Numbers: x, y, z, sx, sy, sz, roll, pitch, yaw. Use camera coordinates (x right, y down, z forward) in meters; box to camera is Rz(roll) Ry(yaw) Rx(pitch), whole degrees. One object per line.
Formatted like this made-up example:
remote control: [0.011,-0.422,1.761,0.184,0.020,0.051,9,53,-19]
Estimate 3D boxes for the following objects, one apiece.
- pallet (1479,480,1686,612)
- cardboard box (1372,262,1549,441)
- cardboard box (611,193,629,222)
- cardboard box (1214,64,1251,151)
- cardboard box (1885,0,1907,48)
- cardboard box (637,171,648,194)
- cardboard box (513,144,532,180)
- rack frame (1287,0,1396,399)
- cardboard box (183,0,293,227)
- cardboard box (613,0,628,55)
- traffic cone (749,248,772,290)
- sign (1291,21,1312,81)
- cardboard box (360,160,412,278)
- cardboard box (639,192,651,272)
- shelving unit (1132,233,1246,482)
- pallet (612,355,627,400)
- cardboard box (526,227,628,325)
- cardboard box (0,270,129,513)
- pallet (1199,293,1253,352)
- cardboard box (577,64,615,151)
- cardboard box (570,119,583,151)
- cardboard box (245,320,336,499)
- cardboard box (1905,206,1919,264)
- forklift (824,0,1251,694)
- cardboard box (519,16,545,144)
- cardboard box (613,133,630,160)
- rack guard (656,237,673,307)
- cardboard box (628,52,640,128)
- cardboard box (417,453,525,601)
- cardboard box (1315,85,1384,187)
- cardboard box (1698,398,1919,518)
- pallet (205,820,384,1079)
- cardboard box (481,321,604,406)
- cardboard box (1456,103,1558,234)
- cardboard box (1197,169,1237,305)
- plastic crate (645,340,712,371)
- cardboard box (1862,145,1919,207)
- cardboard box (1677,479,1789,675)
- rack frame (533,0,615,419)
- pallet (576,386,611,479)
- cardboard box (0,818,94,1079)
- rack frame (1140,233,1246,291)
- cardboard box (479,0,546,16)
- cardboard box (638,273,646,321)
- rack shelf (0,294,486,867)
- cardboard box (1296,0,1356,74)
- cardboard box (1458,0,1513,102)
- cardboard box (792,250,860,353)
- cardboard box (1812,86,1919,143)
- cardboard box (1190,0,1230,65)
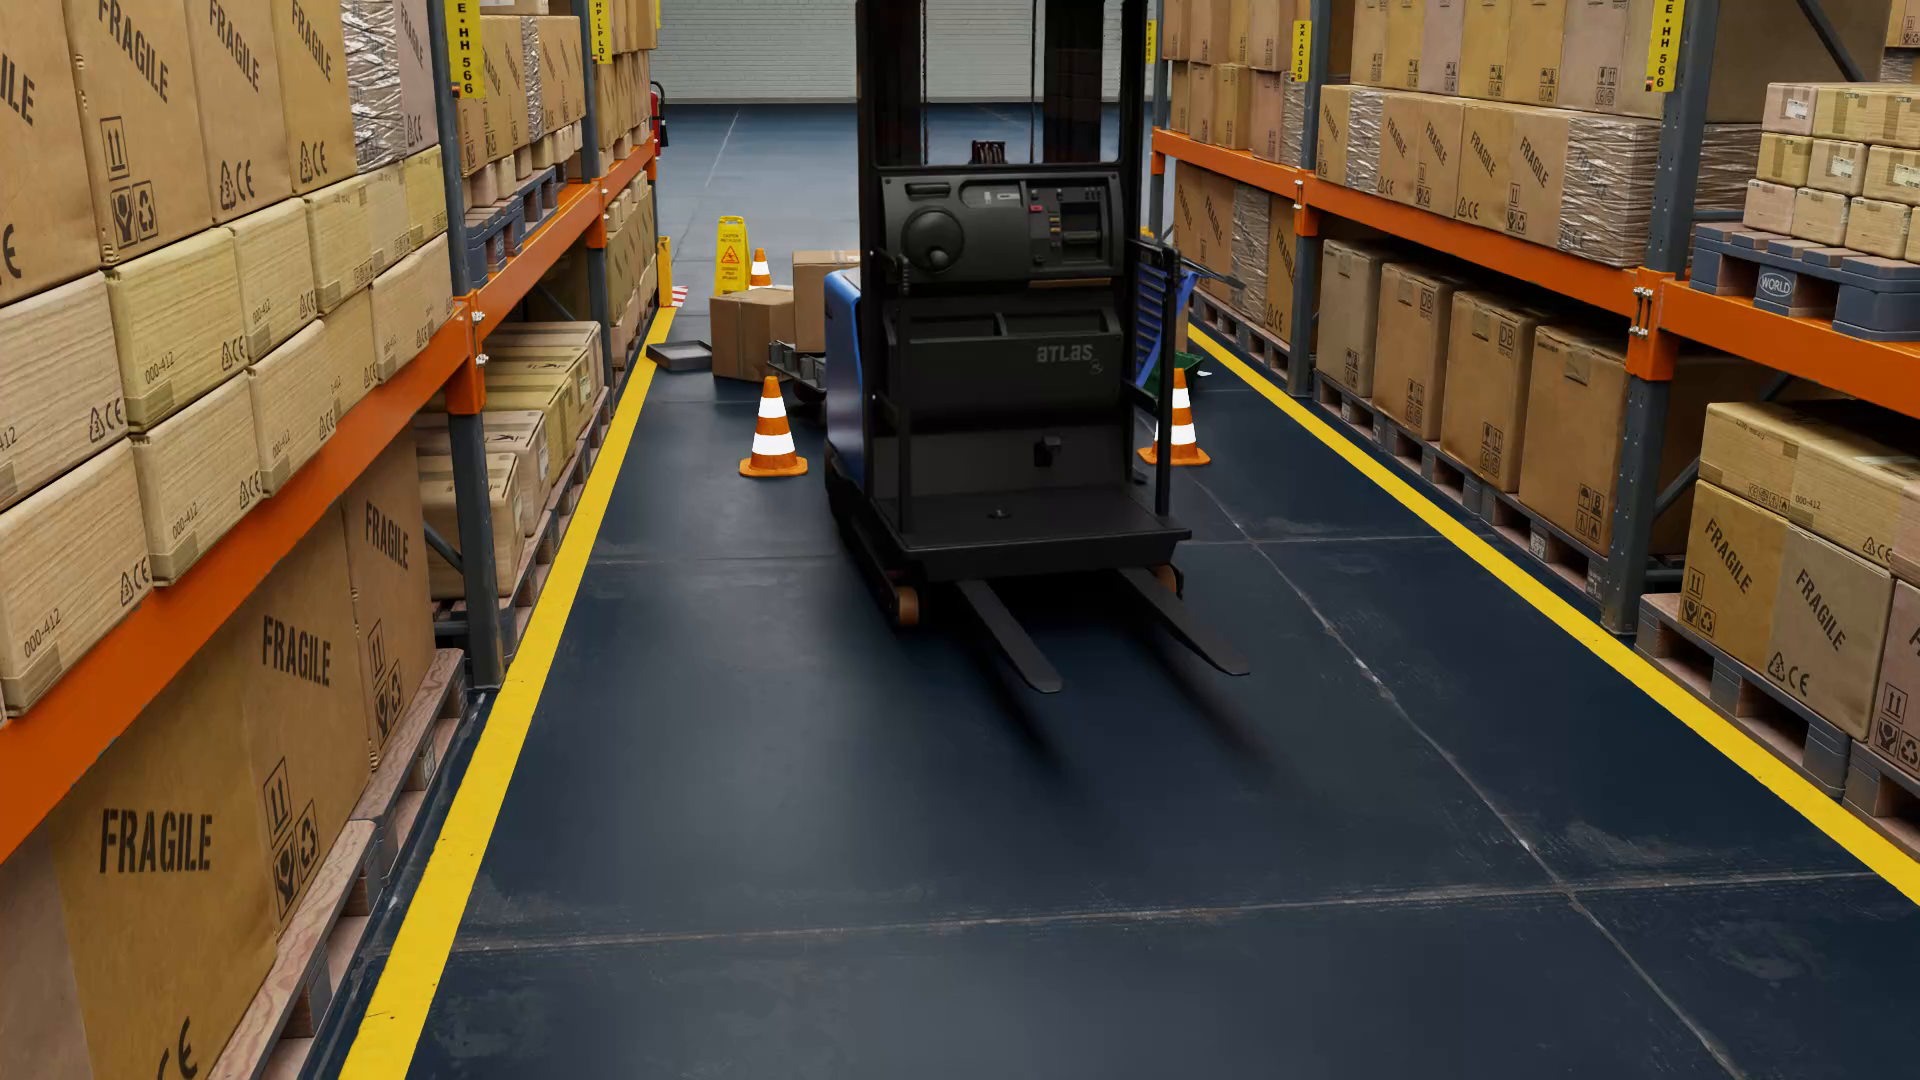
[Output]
pallet: [2.866,-0.016,6.876,1.003,0.211,1.213,-2,18,-6]
cardboard box: [2.709,-0.958,8.277,1.050,0.750,0.750,-2,18,-6]
cardboard box: [-2.254,-2.050,10.254,0.380,0.149,0.250,-1,17,-4]
cardboard box: [2.237,-2.965,11.362,0.875,0.550,0.500,-2,18,-6]
cardboard box: [6.874,-3.812,11.979,0.500,0.500,0.500,-2,18,-6]
cardboard box: [-2.420,-2.528,11.775,0.380,0.149,0.250,-1,17,-4]
cardboard box: [-2.008,-1.592,6.960,0.380,0.149,0.250,-1,17,-4]
rack frame: [2.459,-2.301,9.499,1.000,3.000,0.127,-2,18,-6]
cardboard box: [-1.577,-0.853,3.051,0.500,0.500,0.500,-2,18,-7]
cardboard box: [-2.314,-3.075,9.632,0.700,0.500,0.500,-2,18,-5]
traffic cone: [-1.539,-2.011,12.810,0.336,0.463,0.334,-2,18,-6]
sign: [1.908,-2.734,9.301,0.100,0.325,0.005,-2,18,-6]
cardboard box: [-1.682,-0.804,4.146,0.500,0.250,0.500,-2,18,-7]
cardboard box: [-2.467,-2.170,11.719,0.500,0.500,0.500,-1,17,-4]
shelving unit: [0.739,-1.053,8.552,0.538,1.048,1.500,23,11,-19]
pallet: [-2.558,-0.987,9.967,1.003,0.211,1.213,-2,18,-6]
cardboard box: [-2.246,-1.548,9.739,0.500,0.500,0.500,-1,17,-3]
cardboard box: [-1.475,-0.196,2.209,0.500,0.250,0.500,-2,17,-5]
pallet: [2.330,-1.564,11.806,1.003,0.211,1.213,-2,18,-6]
cardboard box: [-2.222,-2.447,9.301,0.500,0.500,0.500,-2,18,-6]
cardboard box: [-2.126,-2.054,8.429,0.380,0.149,0.250,-2,17,-5]
cardboard box: [-1.546,-0.259,3.244,0.500,0.250,0.500,-2,18,-7]
cardboard box: [2.803,-0.810,4.466,0.380,0.149,0.250,-1,17,-3]
forklift: [0.218,-1.193,6.085,1.130,2.935,3.031,-4,18,-13]
cardboard box: [-2.023,-1.920,6.919,0.500,0.500,0.500,-2,18,-8]
cardboard box: [-2.290,-2.483,10.499,0.380,0.149,0.250,-2,18,-5]
rack guard: [-2.858,-2.094,13.014,1.175,0.500,0.348,-2,18,-6]
cardboard box: [-2.441,-3.048,11.213,0.500,0.500,0.500,-2,18,-6]
cardboard box: [-2.089,-0.042,5.987,0.950,0.372,0.625,-3,18,-9]
cardboard box: [2.246,-2.184,8.958,0.500,0.500,0.500,-2,17,-5]
cardboard box: [2.702,-0.262,5.224,0.500,0.250,0.500,-3,18,-8]
pallet: [-1.912,1.004,3.627,1.003,0.211,1.213,-2,18,-6]
cardboard box: [-2.397,-0.908,8.749,0.950,0.372,0.625,-2,17,-5]
cardboard box: [2.457,-1.580,7.037,0.500,0.500,0.500,-2,18,-7]
cardboard box: [2.275,-2.217,12.078,0.875,0.875,0.875,-2,18,-7]
plastic crate: [-1.800,-1.218,10.923,0.402,0.080,0.583,-8,19,-25]
cardboard box: [2.783,-1.021,4.644,0.380,0.149,0.250,-2,18,-7]
cardboard box: [2.691,0.102,5.318,0.500,0.500,0.500,-3,18,-8]
rack frame: [-2.454,-2.118,8.916,1.000,3.000,0.127,-2,18,-6]
pallet: [-2.372,-0.556,8.595,1.003,0.211,1.213,-2,18,-6]
cardboard box: [-1.772,0.897,2.159,0.875,0.875,0.875,-1,17,-4]
rack frame: [0.962,-1.502,8.464,0.500,0.032,1.500,23,11,-19]
cardboard box: [-2.046,-2.401,7.369,0.380,0.149,0.250,-3,18,-8]
cardboard box: [-2.410,-1.655,11.331,0.500,0.250,0.500,-2,18,-8]
rack shelf: [-1.835,0.013,3.329,1.077,0.370,4.000,-2,18,-6]
cardboard box: [2.456,-2.999,9.668,0.875,0.550,0.550,-2,18,-6]
cardboard box: [2.674,-2.224,7.416,0.700,0.500,0.500,-2,18,-6]
cardboard box: [-0.686,-1.351,9.380,0.500,0.500,0.500,-2,18,-6]
cardboard box: [2.757,-1.250,4.876,0.380,0.149,0.250,-2,18,-7]
cardboard box: [2.118,-3.636,11.697,0.875,0.550,0.550,-2,18,-6]
